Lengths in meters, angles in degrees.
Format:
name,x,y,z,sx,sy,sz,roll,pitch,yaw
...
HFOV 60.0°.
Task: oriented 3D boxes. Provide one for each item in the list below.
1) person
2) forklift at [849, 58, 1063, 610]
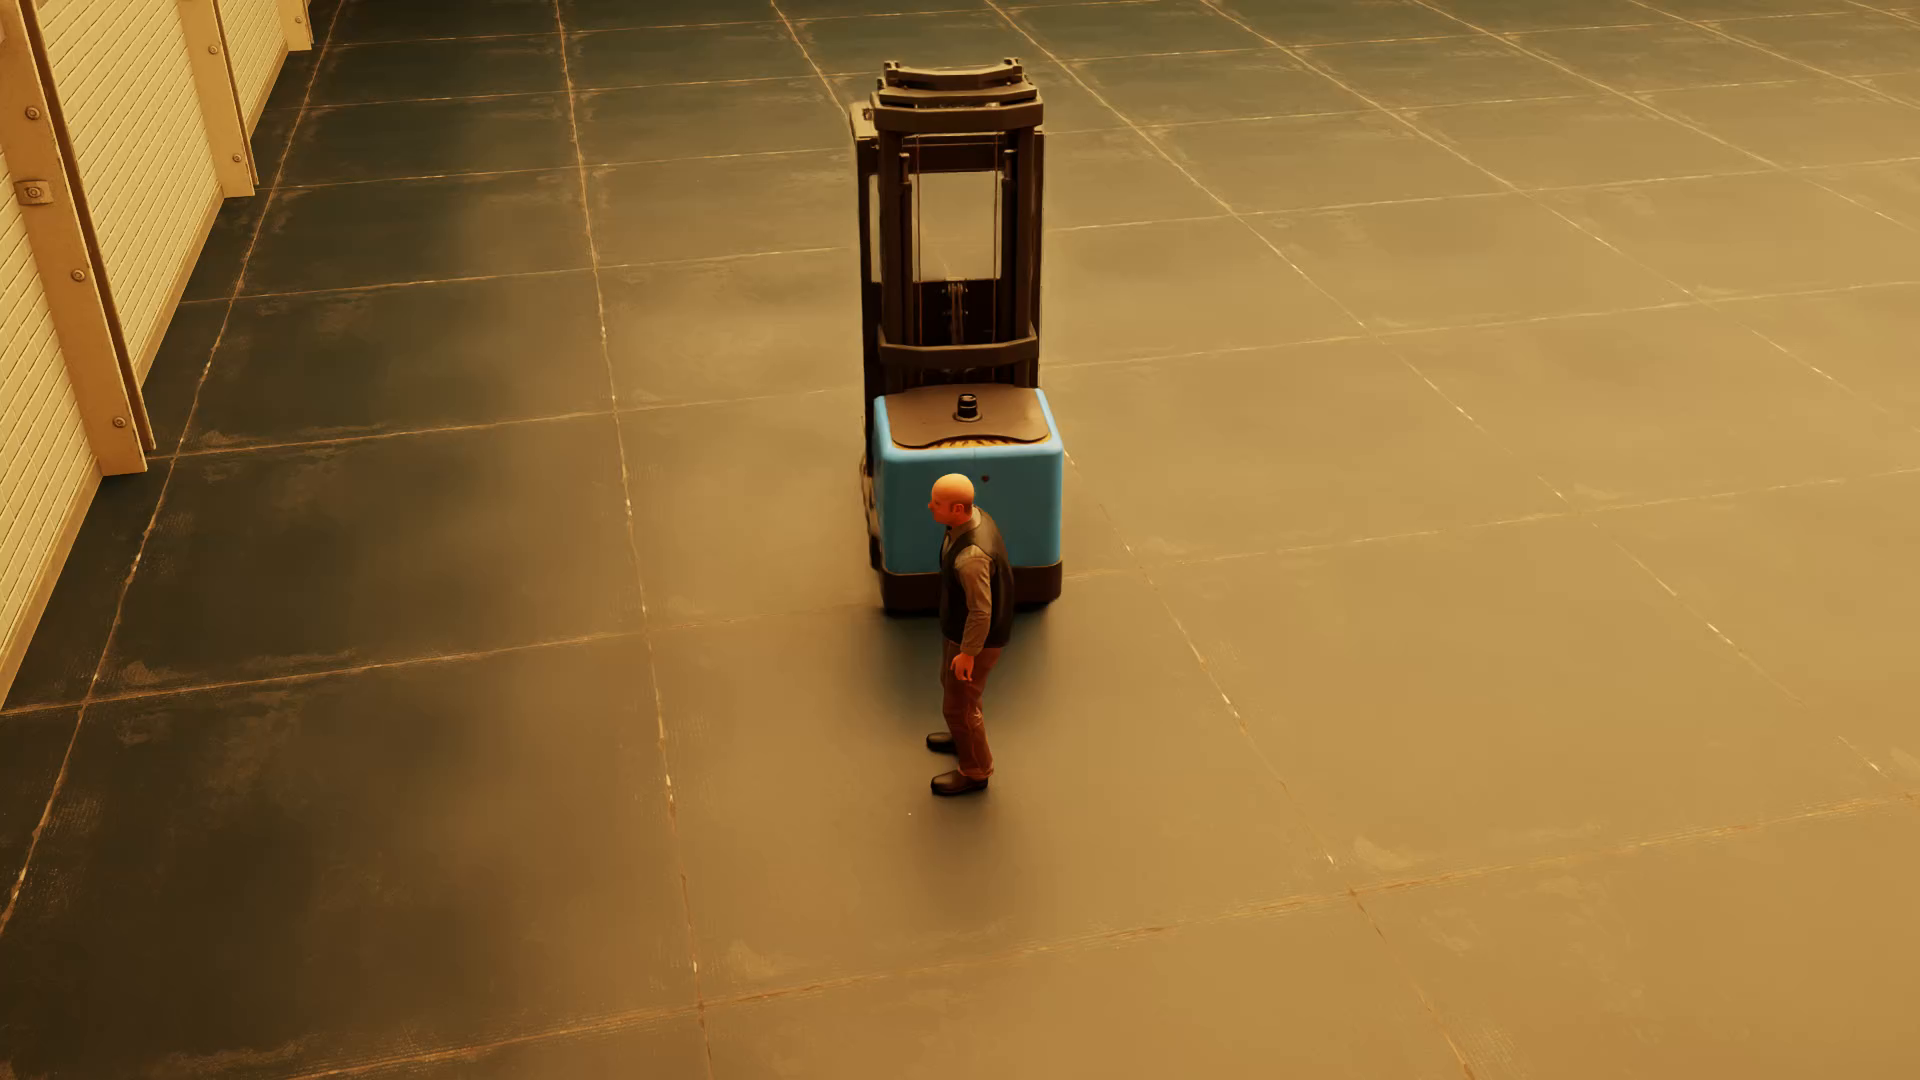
name,x,y,z,sx,sy,sz,roll,pitch,yaw
person,0.047,0.436,8.030,0.415,1.721,0.596,-2,30,-4
forklift,-0.086,-1.576,10.296,1.130,2.935,3.031,-3,30,-6
